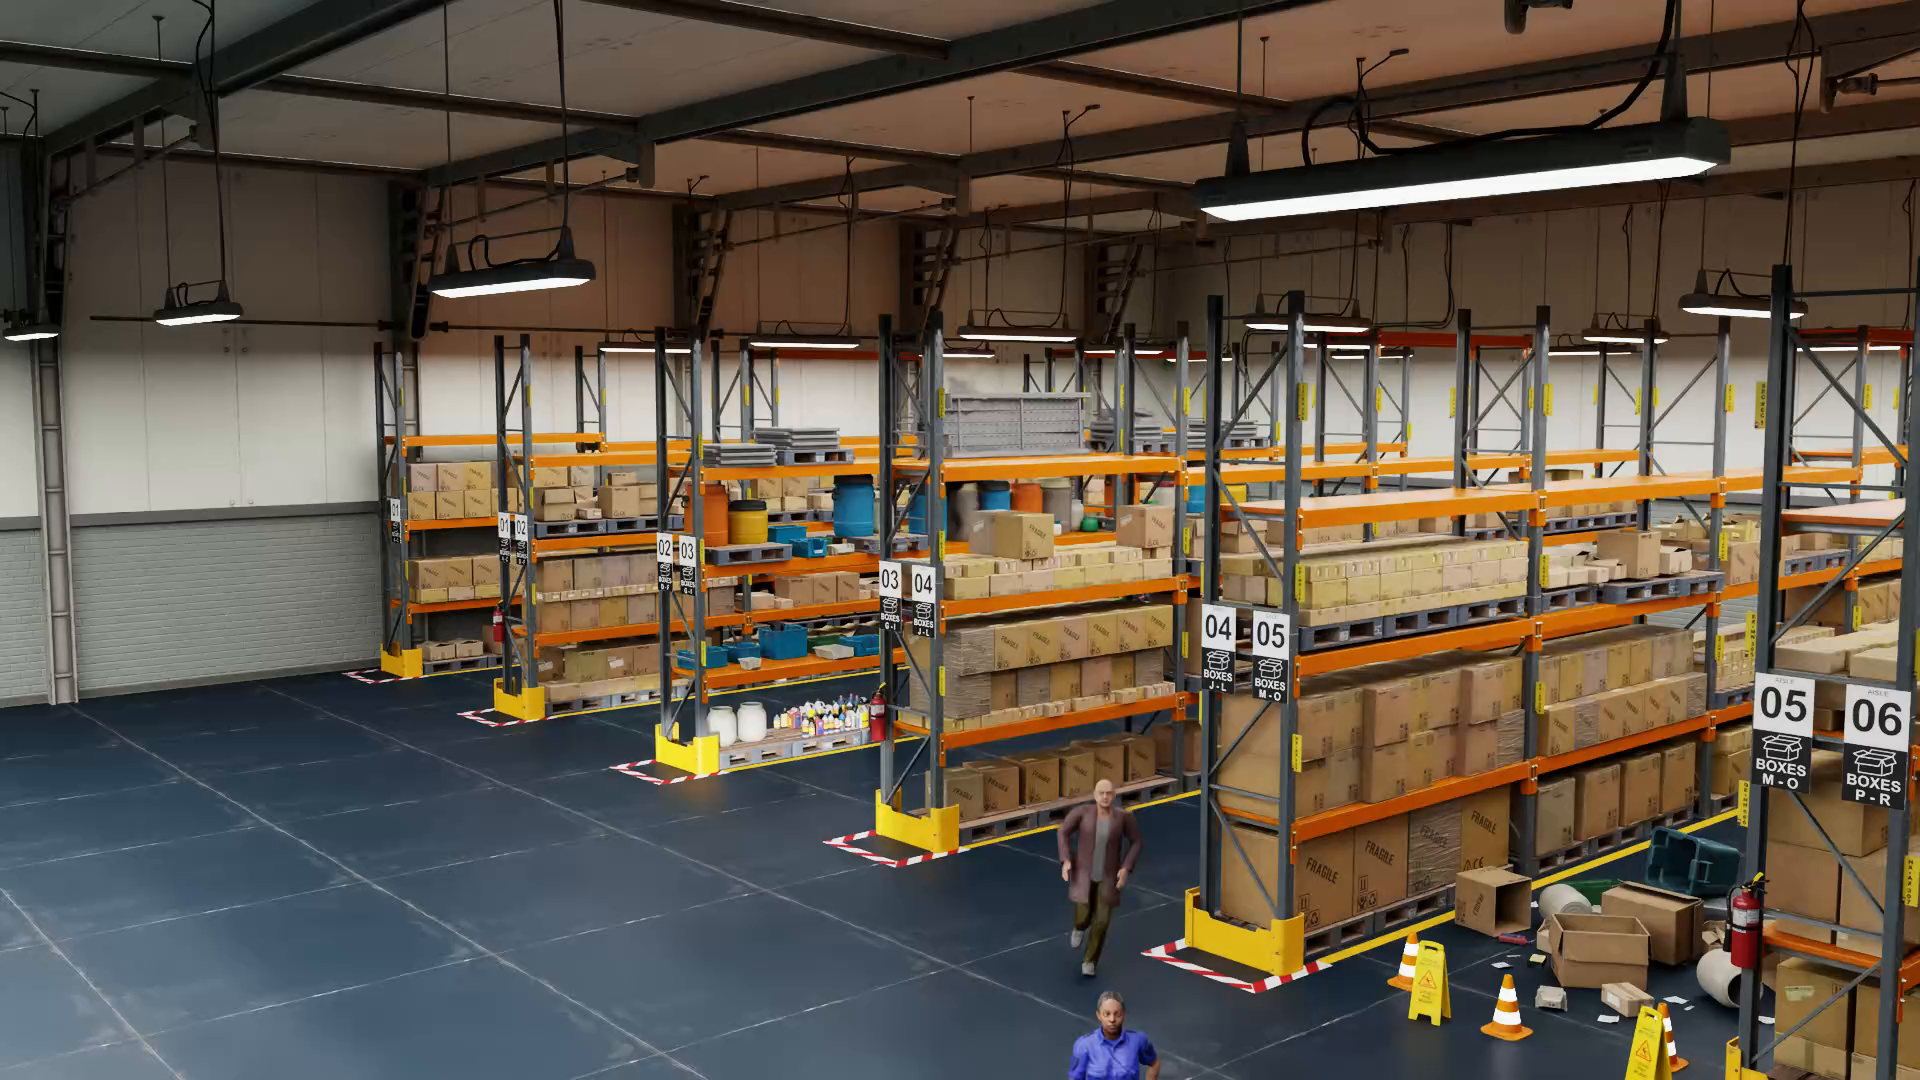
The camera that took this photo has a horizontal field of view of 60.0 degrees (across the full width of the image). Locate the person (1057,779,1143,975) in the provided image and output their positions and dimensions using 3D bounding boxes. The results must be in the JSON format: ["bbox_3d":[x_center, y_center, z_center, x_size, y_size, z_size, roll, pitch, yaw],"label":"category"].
[{"bbox_3d":[1.244,2.967,14.811,0.766,1.723,0.655,0,5,3],"label":"person"}]

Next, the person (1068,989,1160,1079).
[{"bbox_3d":[0.898,3.473,9.697,0.555,1.684,0.660,0,5,4],"label":"person"}]
